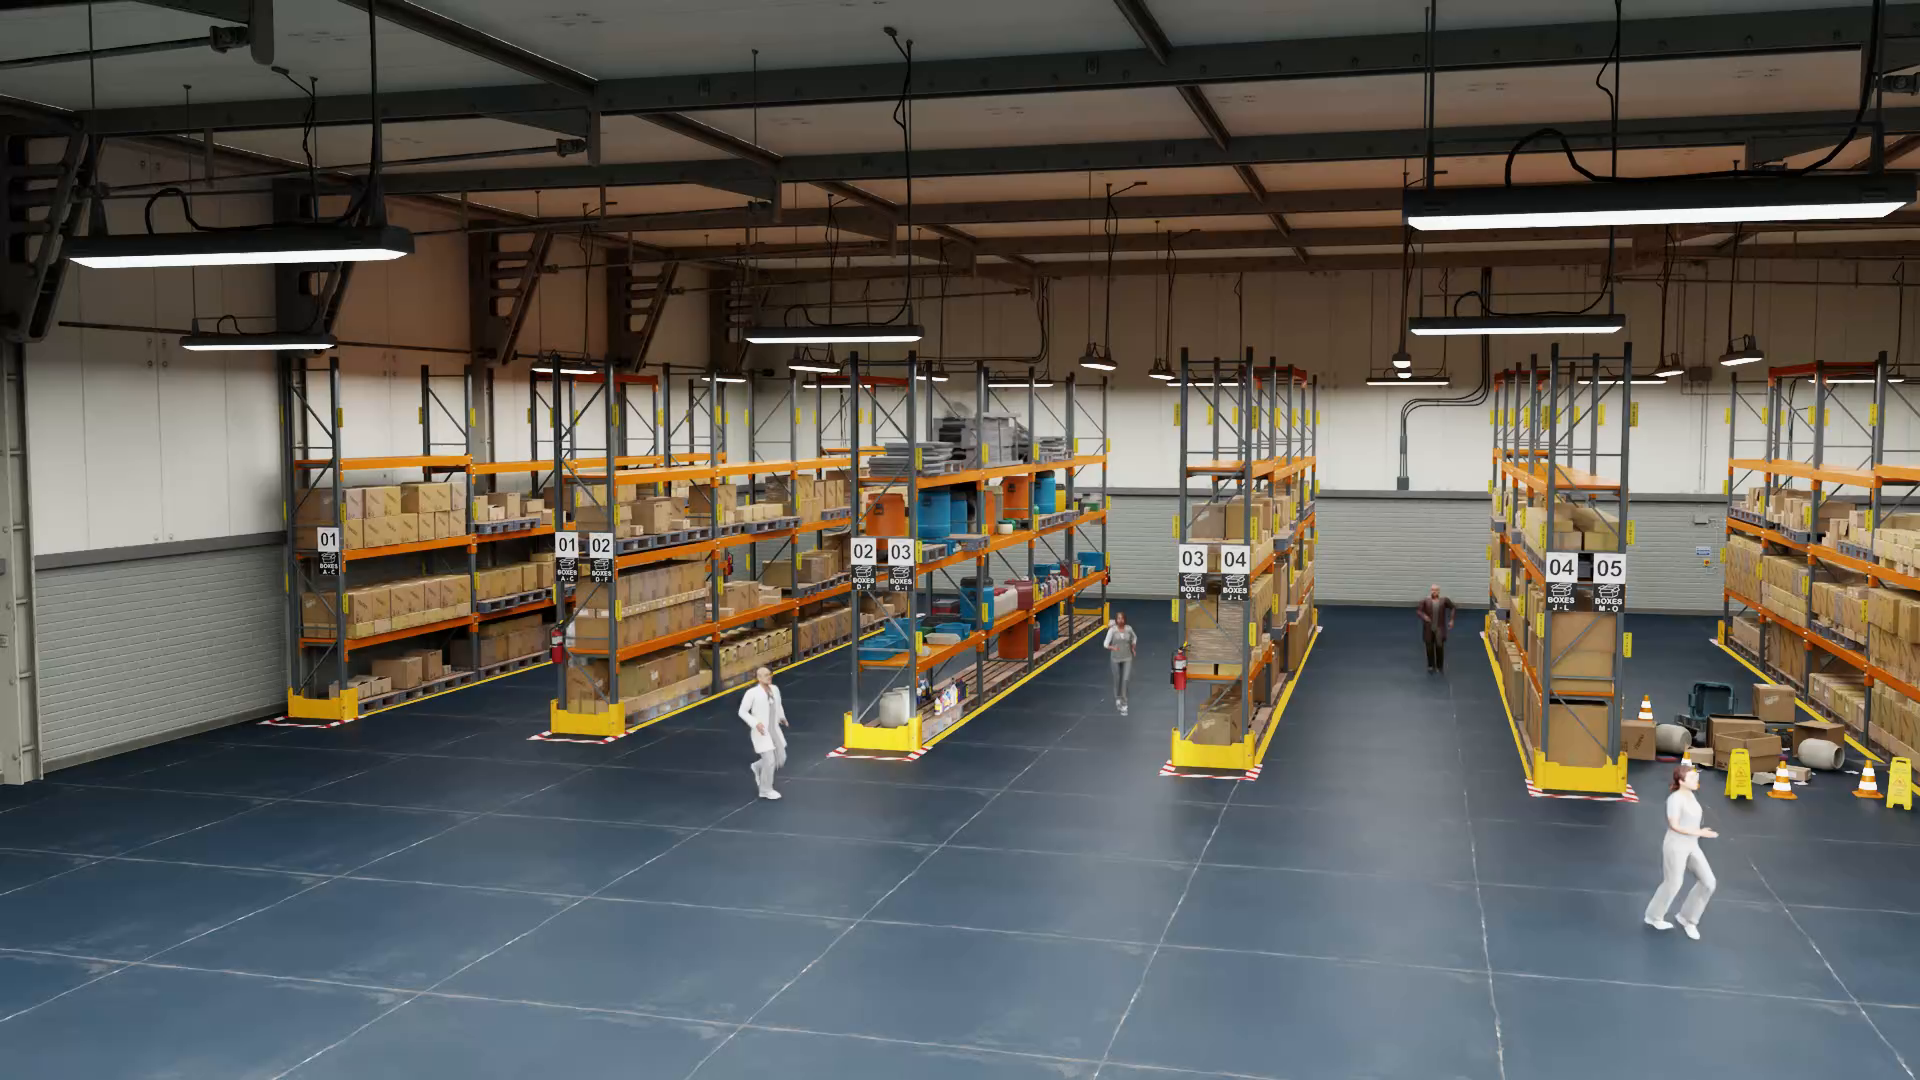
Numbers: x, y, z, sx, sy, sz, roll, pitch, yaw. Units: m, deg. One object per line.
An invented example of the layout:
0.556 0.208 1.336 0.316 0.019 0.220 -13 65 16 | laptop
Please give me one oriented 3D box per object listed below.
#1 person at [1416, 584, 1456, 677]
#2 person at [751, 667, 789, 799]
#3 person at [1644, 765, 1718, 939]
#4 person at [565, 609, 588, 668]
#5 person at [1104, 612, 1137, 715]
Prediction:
9.217 1.771 32.238 0.740 1.831 0.779 1 4 18 | person
-2.592 2.527 21.883 0.639 1.731 0.658 4 6 43 | person
6.967 3.008 16.012 0.576 1.714 0.705 -3 5 -38 | person
-6.748 2.016 29.354 0.625 1.660 0.767 0 4 6 | person
2.566 1.944 26.555 0.543 1.609 0.813 0 4 3 | person
